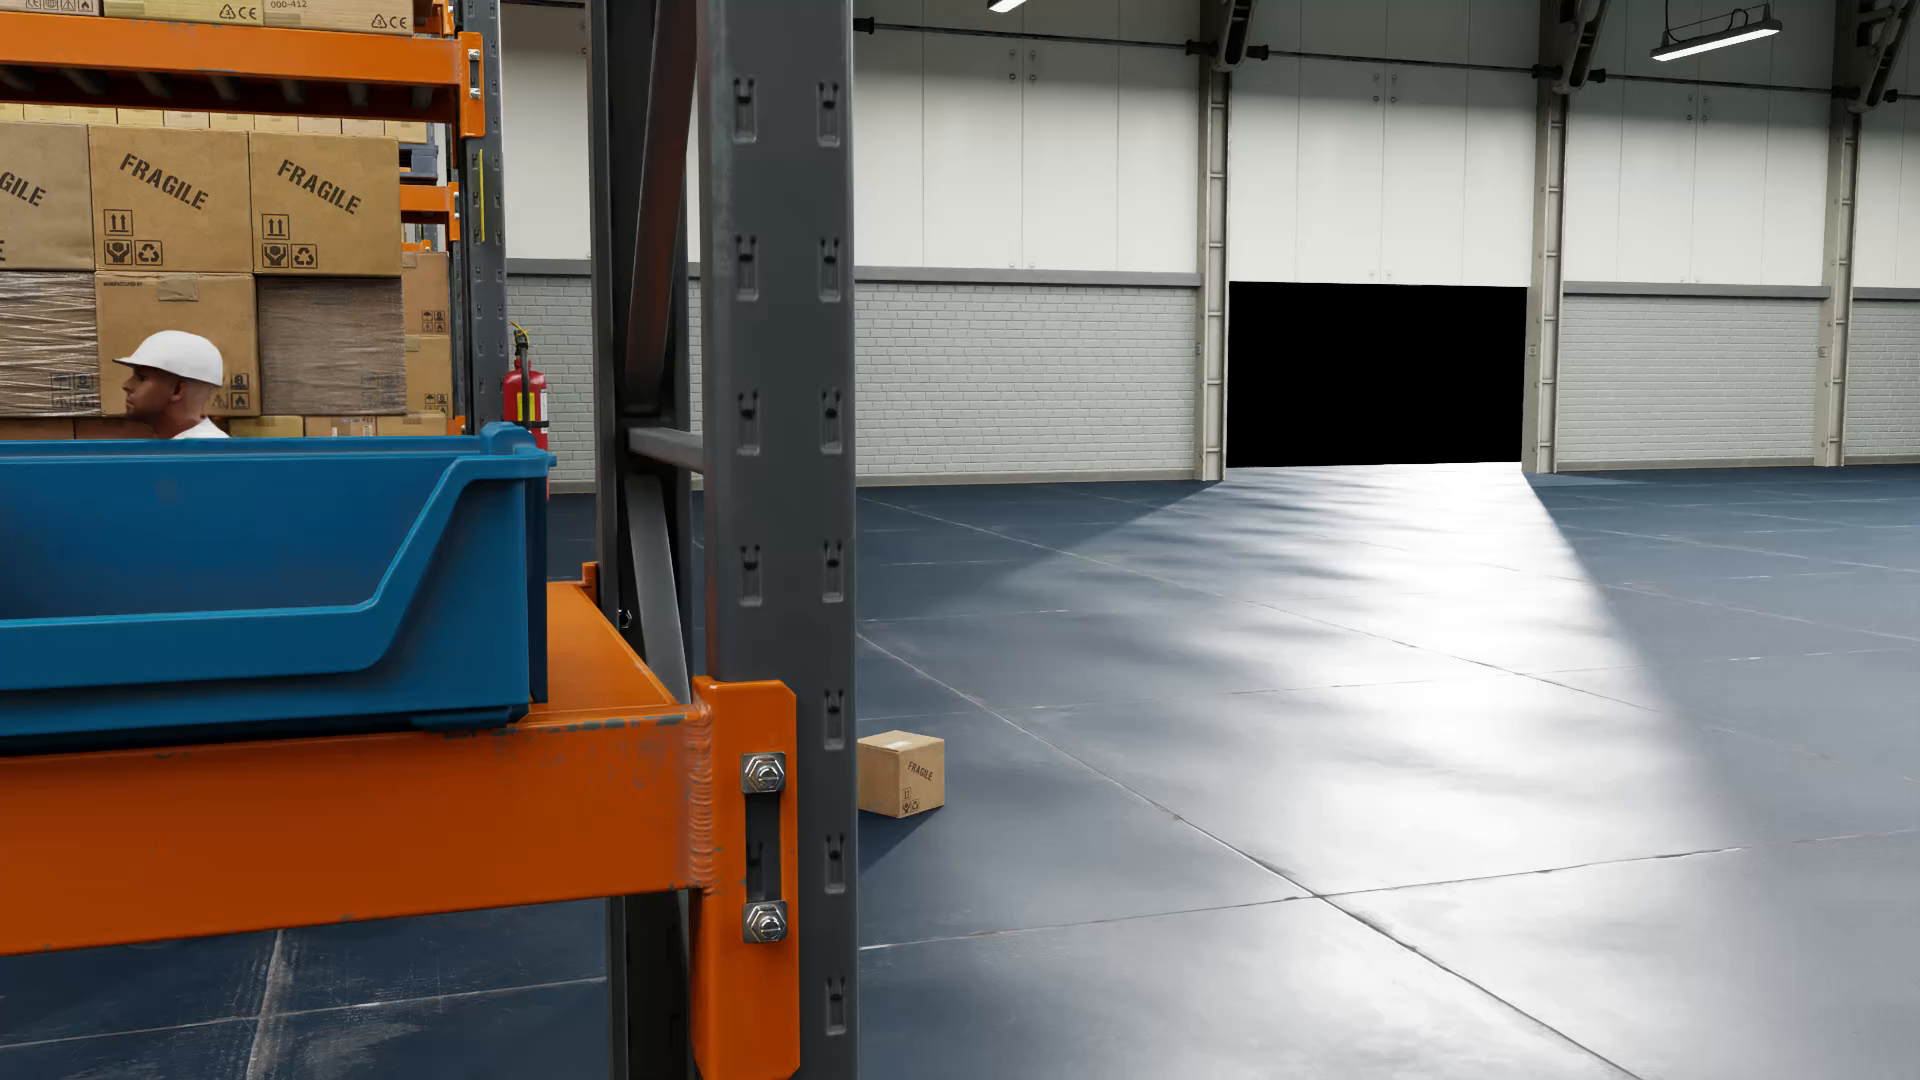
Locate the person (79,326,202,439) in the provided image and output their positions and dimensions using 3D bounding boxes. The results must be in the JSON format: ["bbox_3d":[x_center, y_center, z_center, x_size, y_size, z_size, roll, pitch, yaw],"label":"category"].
[{"bbox_3d":[-2.235,0.246,4.826,0.954,1.713,0.515,-1,6,-13],"label":"person"}]
